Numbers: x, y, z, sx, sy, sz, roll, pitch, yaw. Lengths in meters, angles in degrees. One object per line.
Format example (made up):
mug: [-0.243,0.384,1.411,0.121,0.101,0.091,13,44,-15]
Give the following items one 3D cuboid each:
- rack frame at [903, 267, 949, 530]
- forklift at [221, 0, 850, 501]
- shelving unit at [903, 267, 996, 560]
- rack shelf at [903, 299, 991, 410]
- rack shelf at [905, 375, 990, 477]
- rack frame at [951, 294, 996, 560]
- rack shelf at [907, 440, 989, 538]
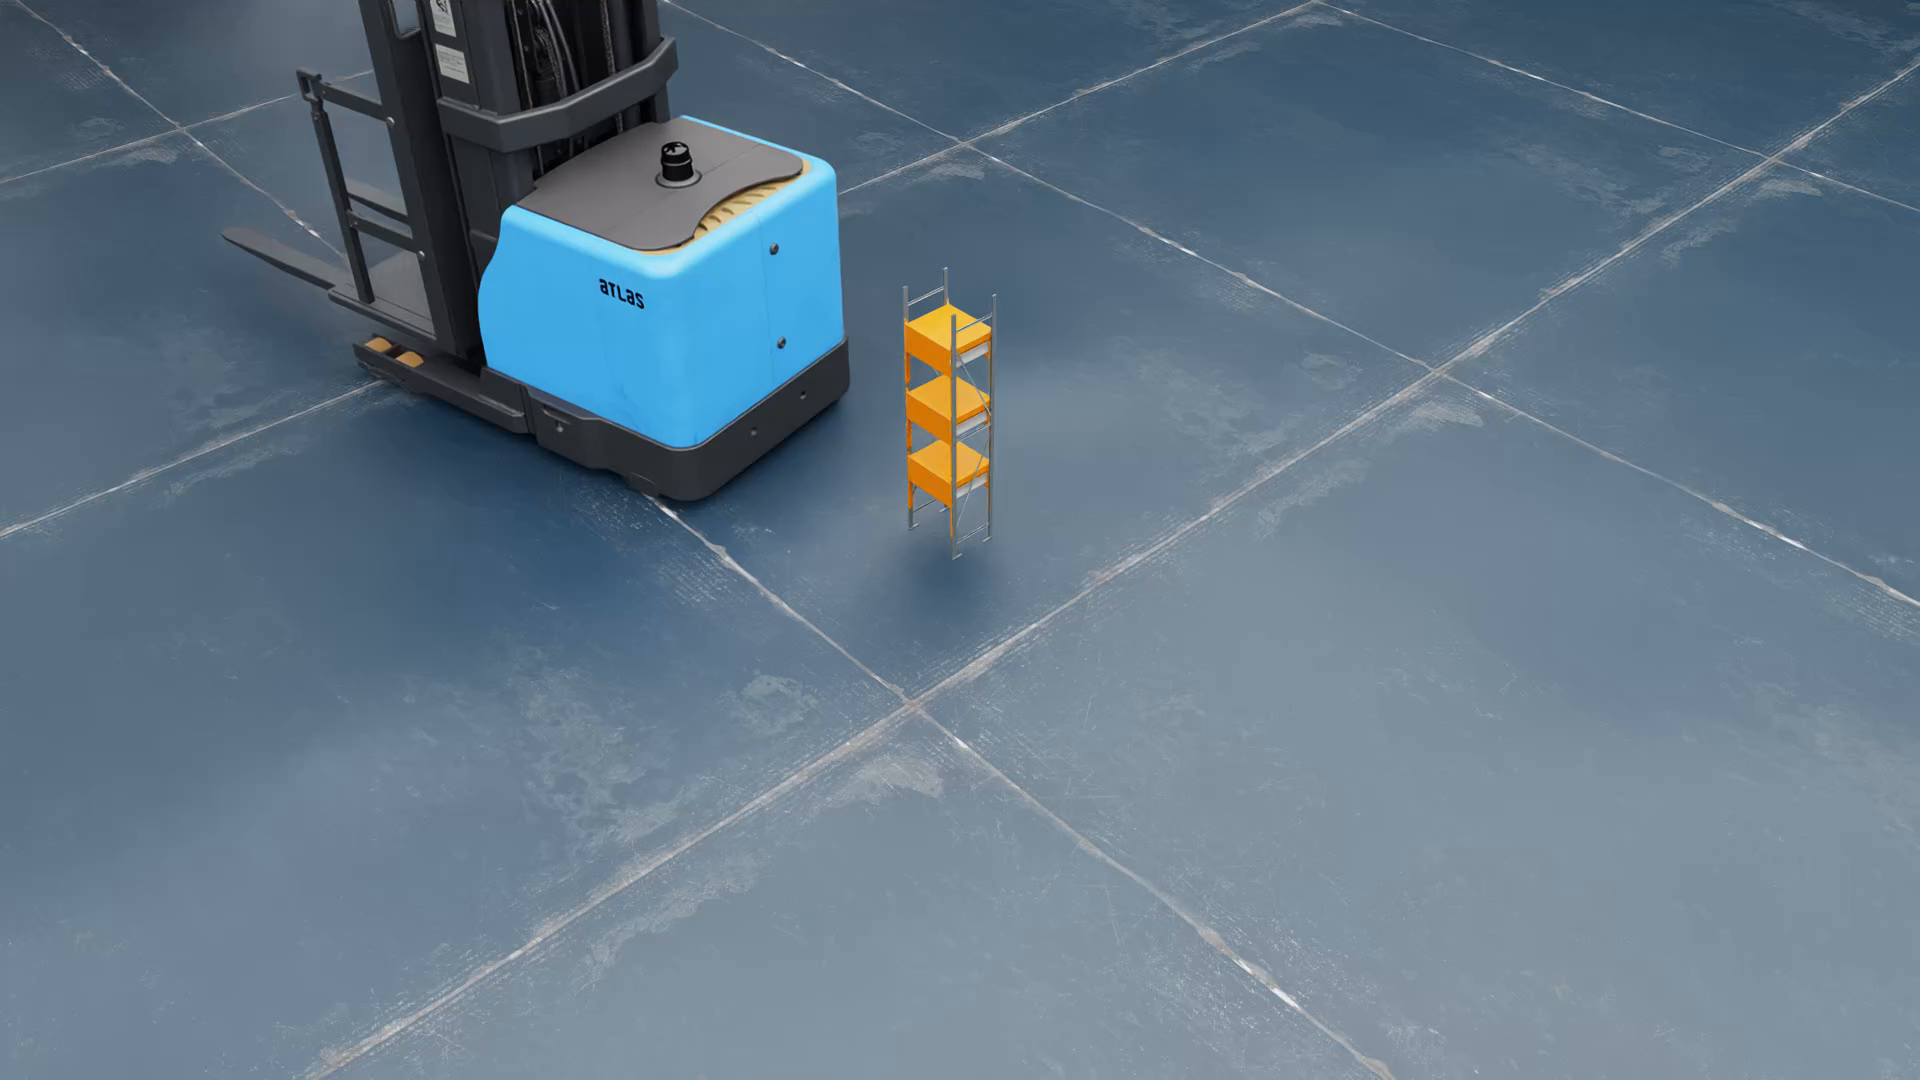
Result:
rack frame: [-0.119,-0.490,6.021,0.200,1.050,0.008,-30,48,-32]
forklift: [-1.962,-2.015,6.412,3.031,2.935,1.130,23,44,26]
shelving unit: [-0.036,-0.433,5.951,0.215,1.050,0.252,-30,48,-32]
rack shelf: [-0.036,-0.646,5.779,0.215,0.259,0.240,-30,48,-32]
rack shelf: [-0.036,-0.425,5.957,0.215,0.259,0.240,-30,48,-32]
rack frame: [0.046,-0.377,5.881,0.200,1.050,0.008,-30,48,-32]
rack shelf: [-0.036,-0.209,6.132,0.215,0.259,0.240,-30,48,-32]
